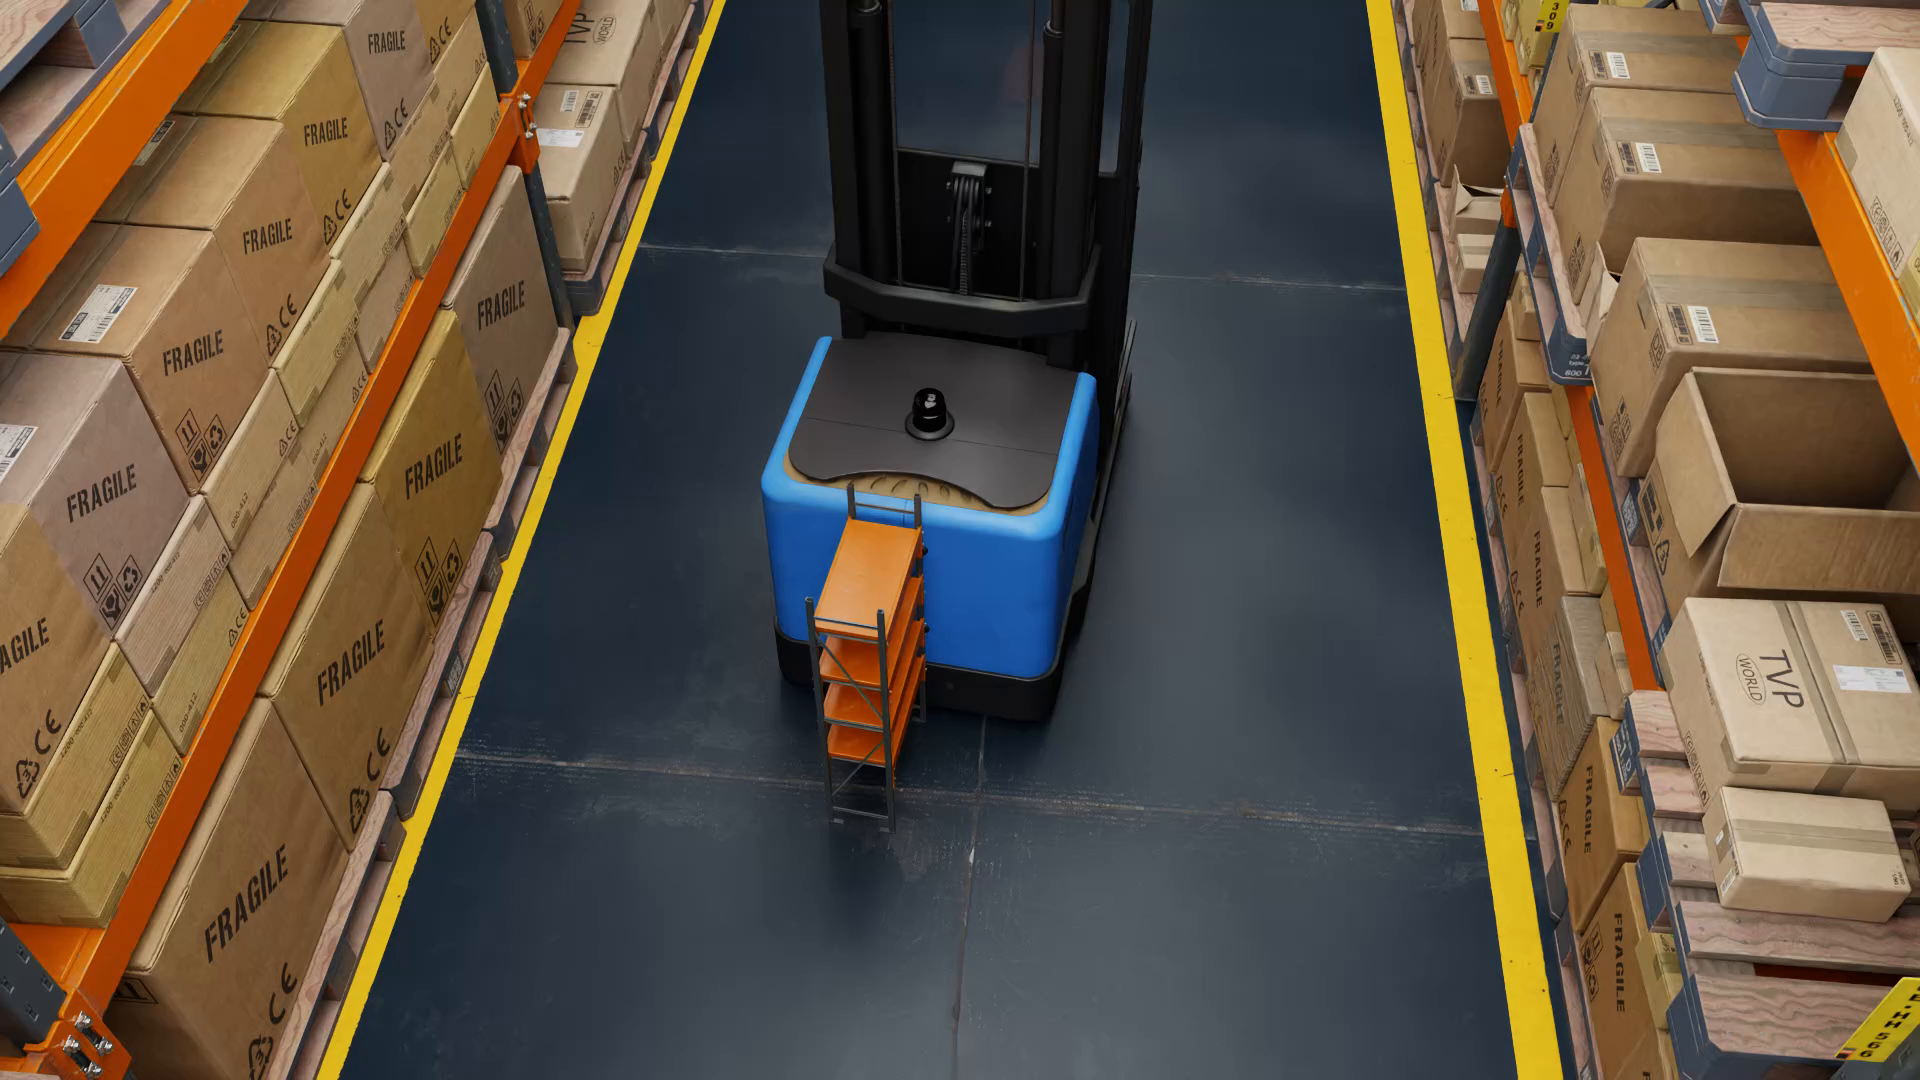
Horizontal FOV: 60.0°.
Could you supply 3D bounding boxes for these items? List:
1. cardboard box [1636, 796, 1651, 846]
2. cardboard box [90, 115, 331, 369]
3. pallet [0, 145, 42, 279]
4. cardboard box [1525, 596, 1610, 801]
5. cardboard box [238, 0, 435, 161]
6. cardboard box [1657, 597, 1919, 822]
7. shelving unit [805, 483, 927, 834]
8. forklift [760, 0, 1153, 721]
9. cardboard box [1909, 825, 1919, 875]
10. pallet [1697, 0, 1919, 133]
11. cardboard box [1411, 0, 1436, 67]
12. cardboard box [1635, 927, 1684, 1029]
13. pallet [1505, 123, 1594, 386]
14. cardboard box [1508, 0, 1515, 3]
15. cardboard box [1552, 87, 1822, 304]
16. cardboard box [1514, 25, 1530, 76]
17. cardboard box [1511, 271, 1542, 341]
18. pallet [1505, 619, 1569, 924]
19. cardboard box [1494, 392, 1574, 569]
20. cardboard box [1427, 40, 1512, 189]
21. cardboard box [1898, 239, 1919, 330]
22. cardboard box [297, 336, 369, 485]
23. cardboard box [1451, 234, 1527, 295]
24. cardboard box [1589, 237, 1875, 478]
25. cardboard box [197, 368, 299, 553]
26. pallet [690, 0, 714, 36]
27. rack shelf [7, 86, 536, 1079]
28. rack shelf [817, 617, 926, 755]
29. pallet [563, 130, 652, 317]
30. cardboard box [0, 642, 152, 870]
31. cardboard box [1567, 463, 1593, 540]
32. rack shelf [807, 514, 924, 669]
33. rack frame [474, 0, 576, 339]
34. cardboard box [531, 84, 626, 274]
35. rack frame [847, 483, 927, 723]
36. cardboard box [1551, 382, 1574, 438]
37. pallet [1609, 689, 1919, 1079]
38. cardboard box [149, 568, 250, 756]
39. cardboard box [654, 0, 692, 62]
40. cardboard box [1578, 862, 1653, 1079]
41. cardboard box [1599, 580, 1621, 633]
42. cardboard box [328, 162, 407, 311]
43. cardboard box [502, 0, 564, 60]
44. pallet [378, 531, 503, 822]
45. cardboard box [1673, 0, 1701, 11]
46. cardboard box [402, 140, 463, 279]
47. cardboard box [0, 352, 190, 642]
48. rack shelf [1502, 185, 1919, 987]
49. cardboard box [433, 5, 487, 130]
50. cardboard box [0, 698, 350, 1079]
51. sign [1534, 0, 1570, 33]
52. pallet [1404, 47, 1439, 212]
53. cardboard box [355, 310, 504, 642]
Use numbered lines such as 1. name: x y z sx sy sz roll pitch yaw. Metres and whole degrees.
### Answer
1. cardboard box: 2.237 0.825 4.933 0.380 0.149 0.250 5 48 5
2. cardboard box: -2.195 -0.857 4.756 0.500 0.500 0.500 5 48 4
3. pallet: -2.625 -0.450 3.224 1.213 0.211 1.003 6 48 5
4. cardboard box: 2.267 0.548 5.625 0.500 0.500 0.500 2 48 2
5. cardboard box: -2.097 -1.610 5.444 0.500 0.500 0.500 5 48 4
6. cardboard box: 2.087 0.418 4.152 0.500 0.250 0.500 2 48 2
7. shelving unit: -0.293 0.423 5.550 0.258 1.200 0.503 9 48 8
8. forklift: 0.131 -1.440 6.081 1.130 2.935 3.031 9 48 8
9. cardboard box: 2.515 0.763 3.667 0.500 0.500 0.500 6 48 5
10. pallet: 2.457 -1.345 4.042 1.213 0.211 1.003 4 48 4
11. cardboard box: 2.775 -2.802 8.689 0.700 0.500 0.500 6 48 5
12. cardboard box: 2.100 1.206 4.584 0.380 0.149 0.250 2 48 2
13. pallet: 2.496 -0.989 5.752 1.003 0.211 1.213 4 48 4
14. cardboard box: 2.512 -2.443 6.852 0.500 0.250 0.500 4 48 4
15. cardboard box: 2.363 -1.088 5.360 0.700 0.500 0.500 4 48 4
16. cardboard box: 2.457 -1.993 6.710 0.380 0.149 0.250 5 48 5
17. cardboard box: 2.380 -0.905 6.514 0.380 0.149 0.250 6 48 5
18. pallet: 2.532 0.807 5.869 1.003 0.211 1.213 4 48 4
19. cardboard box: 2.370 -0.199 6.309 0.500 0.500 0.500 3 48 3
20. cardboard box: 2.680 -2.039 7.992 0.700 0.500 0.500 2 48 2
21. cardboard box: 2.163 -0.419 3.169 0.500 0.250 0.500 4 48 4
22. cardboard box: -2.211 -0.444 5.225 0.500 0.250 0.500 4 48 4
23. cardboard box: 2.436 -1.242 7.501 0.380 0.149 0.250 3 48 2
24. cardboard box: 2.292 -0.511 4.832 0.700 0.500 0.500 4 48 3
25. cardboard box: -2.233 -0.244 4.703 0.500 0.250 0.500 4 48 3
26. pallet: -1.896 -3.370 9.689 1.003 0.211 1.213 4 48 4
27. rack shelf: -2.448 -0.252 5.435 1.077 0.370 4.000 4 48 4
28. rack shelf: -0.293 0.468 5.600 0.258 0.148 0.480 9 48 8
29. pallet: -2.119 -1.577 8.049 1.003 0.211 1.213 4 48 4
30. cardboard box: -2.338 0.501 4.022 0.500 0.250 0.500 4 48 3
31. cardboard box: 2.348 -0.123 5.800 0.380 0.149 0.250 4 48 3
32. rack shelf: -0.293 0.158 5.260 0.258 0.148 0.480 9 48 8
33. rack frame: -2.266 -1.964 6.514 1.000 3.000 0.127 4 48 4
34. cardboard box: -2.102 -1.696 7.720 0.875 0.438 0.875 3 48 3
35. rack frame: -0.242 0.247 5.711 0.240 1.200 0.015 9 48 8
36. cardboard box: 2.419 -0.506 6.150 0.380 0.149 0.250 2 48 2
37. pallet: 2.305 0.868 4.053 1.213 0.211 1.003 4 48 4
38. cardboard box: -2.306 0.304 4.540 0.500 0.250 0.500 3 48 2
39. cardboard box: -1.937 -3.016 8.927 0.875 0.438 0.875 5 48 5
40. cardboard box: 2.193 1.316 4.923 0.500 0.500 0.500 3 48 3
41. cardboard box: 2.327 0.259 5.450 0.380 0.149 0.250 4 48 4
42. cardboard box: -2.144 -0.993 5.389 0.500 0.250 0.500 5 48 4
43. cardboard box: -1.963 -2.325 6.776 0.500 0.500 0.500 5 48 5
44. pallet: -2.370 0.448 6.197 1.003 0.211 1.213 4 48 4
45. cardboard box: 2.991 -2.029 6.473 0.500 0.250 0.500 3 48 3
46. cardboard box: -2.103 -1.193 5.910 0.500 0.250 0.500 3 48 3
47. cardboard box: -2.307 -0.107 4.070 0.500 0.500 0.500 4 48 4
48. rack shelf: 2.495 0.079 5.132 1.077 0.370 4.000 4 48 4
49. cardboard box: -2.064 -1.742 6.073 0.500 0.250 0.500 4 48 3
50. cardboard box: -2.485 1.048 4.914 0.875 0.875 0.875 3 48 3
51. sign: 2.136 -1.956 5.920 0.100 0.325 0.005 4 48 4
52. pallet: 2.849 -2.096 8.524 1.003 0.211 1.213 4 48 4
53. cardboard box: -2.317 -0.264 6.114 0.875 0.875 0.875 5 48 5
